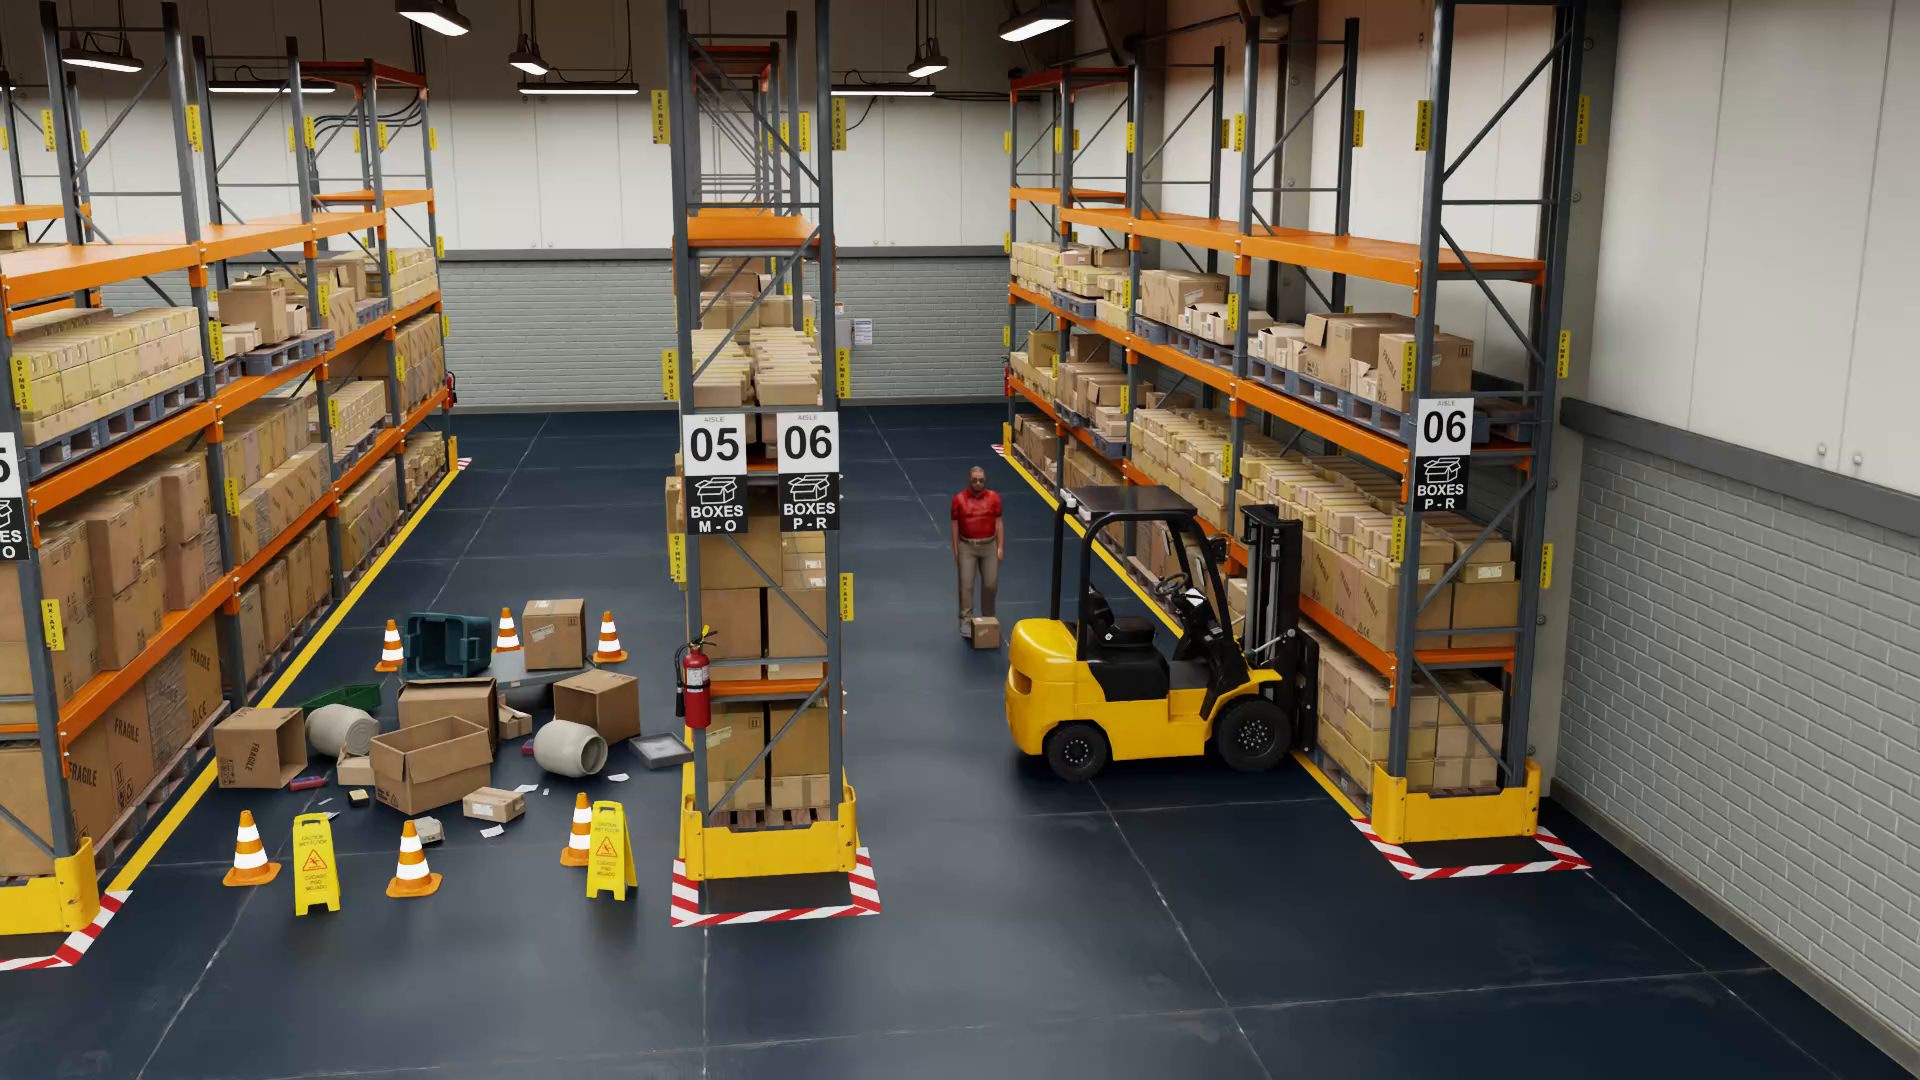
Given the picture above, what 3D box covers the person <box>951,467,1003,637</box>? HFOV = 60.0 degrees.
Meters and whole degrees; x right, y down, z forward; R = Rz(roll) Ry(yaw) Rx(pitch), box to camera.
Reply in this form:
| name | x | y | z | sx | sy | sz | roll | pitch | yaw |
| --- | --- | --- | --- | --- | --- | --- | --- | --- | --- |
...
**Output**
| name | x | y | z | sx | sy | sz | roll | pitch | yaw |
| --- | --- | --- | --- | --- | --- | --- | --- | --- | --- |
| person | 0.183 | 0.149 | 17.063 | 0.536 | 1.817 | 0.467 | -2 | 13 | -7 |
